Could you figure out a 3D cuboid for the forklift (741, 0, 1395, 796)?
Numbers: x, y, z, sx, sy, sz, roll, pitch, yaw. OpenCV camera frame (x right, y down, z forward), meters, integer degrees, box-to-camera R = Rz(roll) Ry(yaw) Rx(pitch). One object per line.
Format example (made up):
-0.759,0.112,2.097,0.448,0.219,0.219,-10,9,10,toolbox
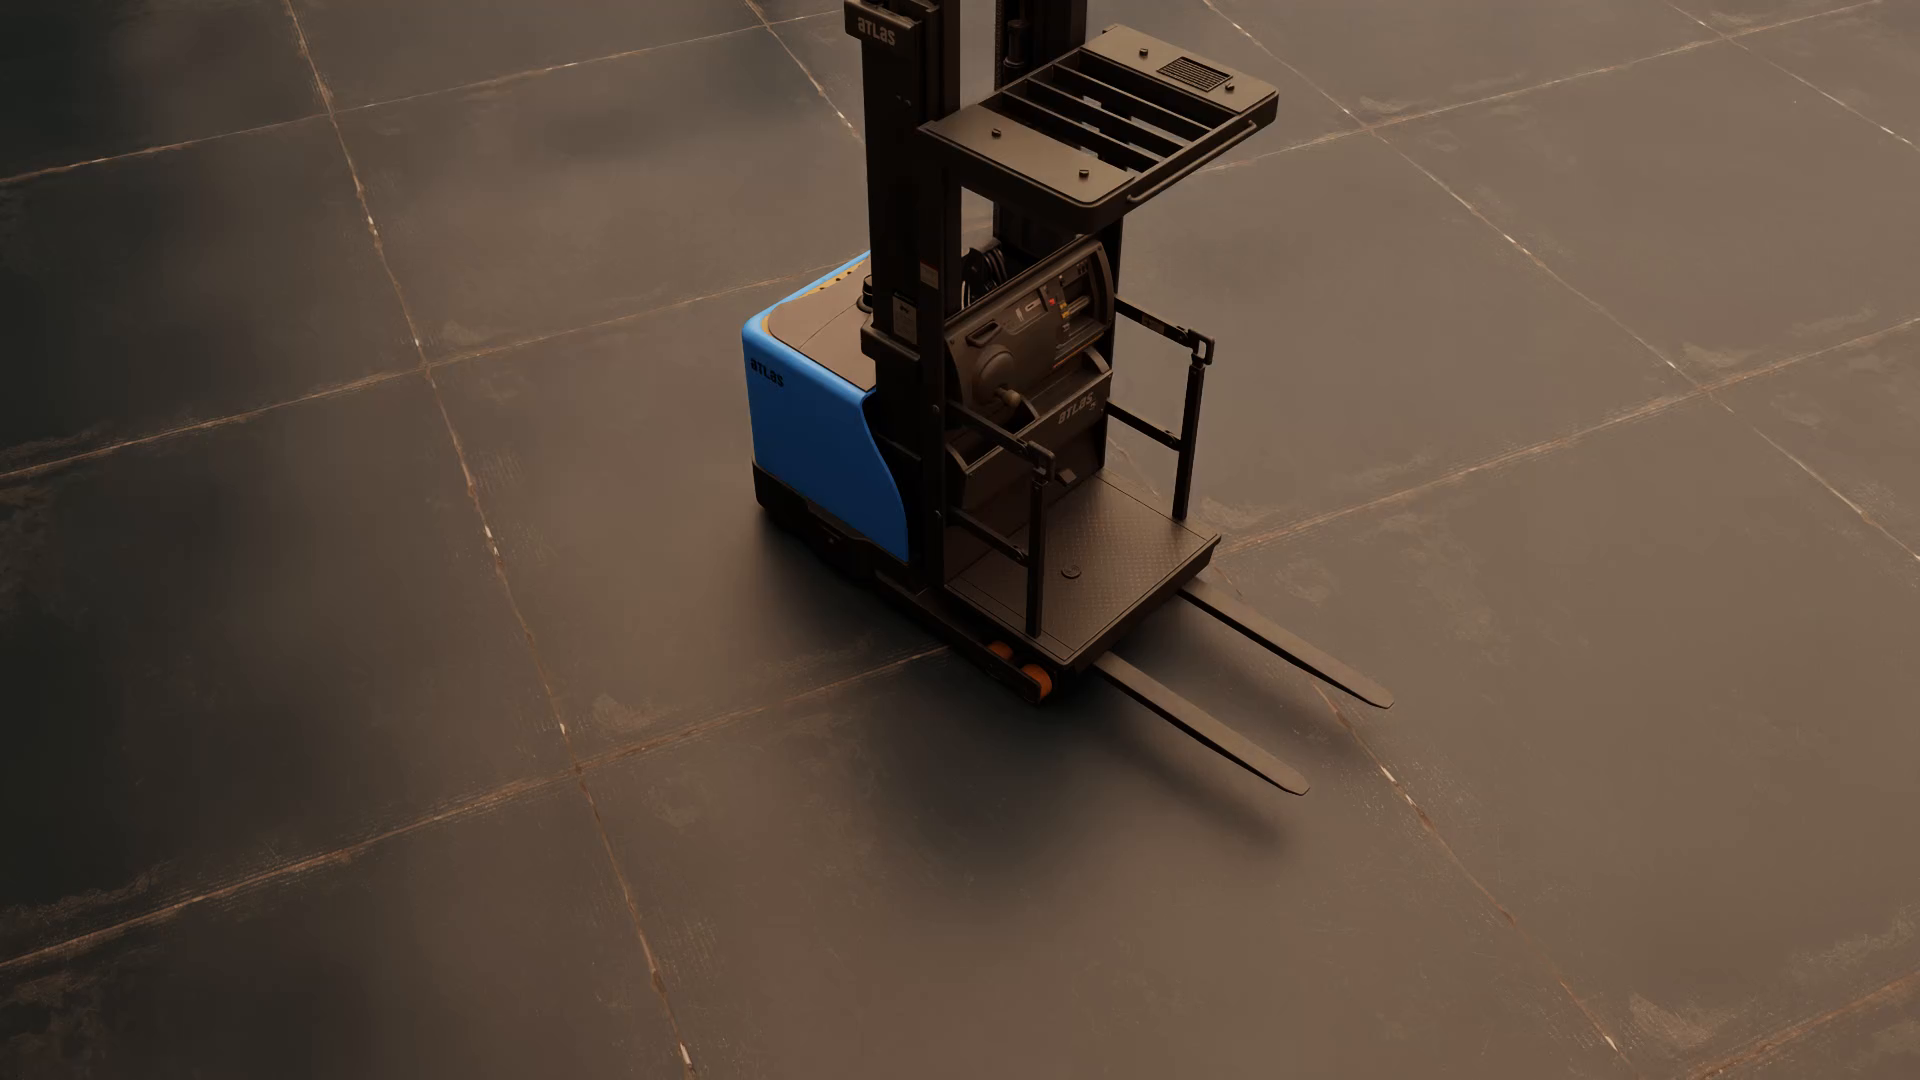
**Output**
0.445,-0.788,6.525,3.031,2.935,1.130,32,52,30,forklift
